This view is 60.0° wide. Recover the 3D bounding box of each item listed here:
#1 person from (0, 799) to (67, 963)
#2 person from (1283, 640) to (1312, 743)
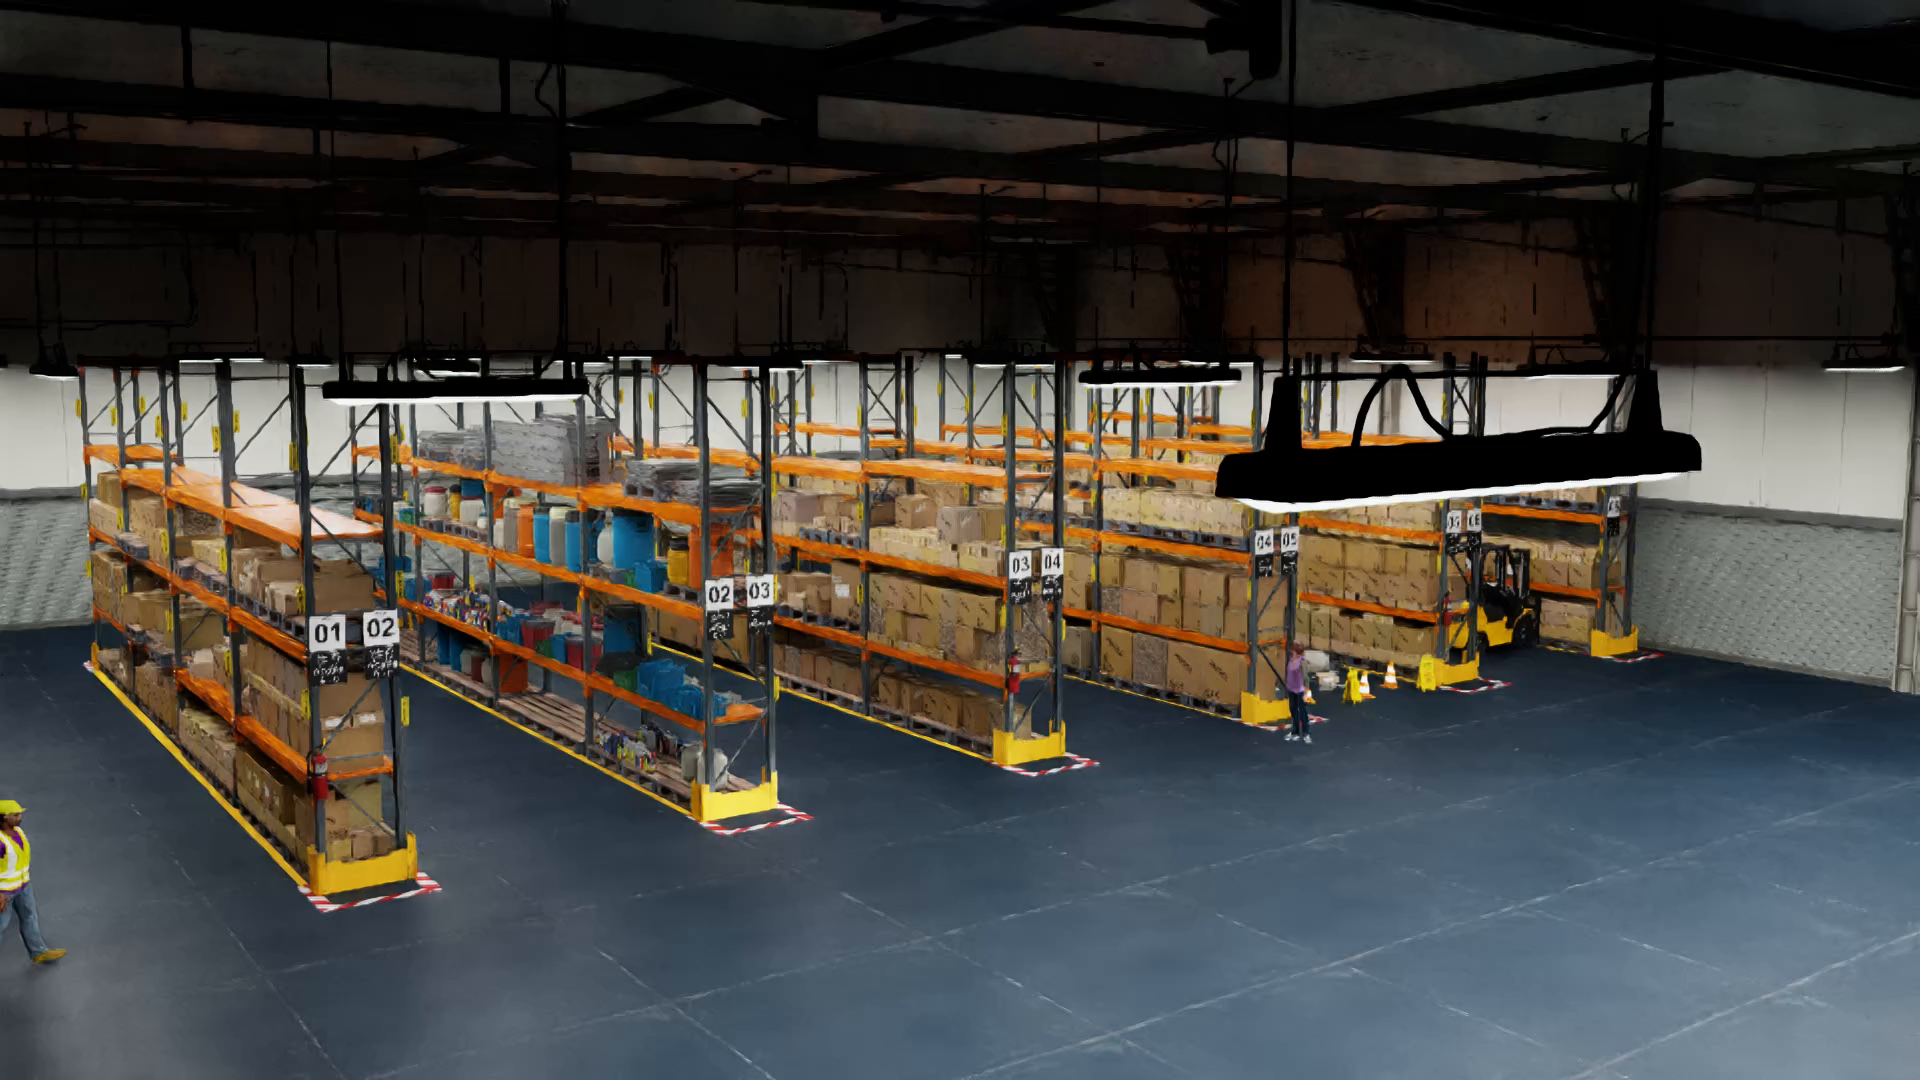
[{"bbox_3d":[-9.446,3.440,16.604,0.567,1.755,0.744,0,7,3],"label":"person"},{"bbox_3d":[5.327,2.370,26.107,0.353,1.597,0.522,-3,8,-26],"label":"person"}]
